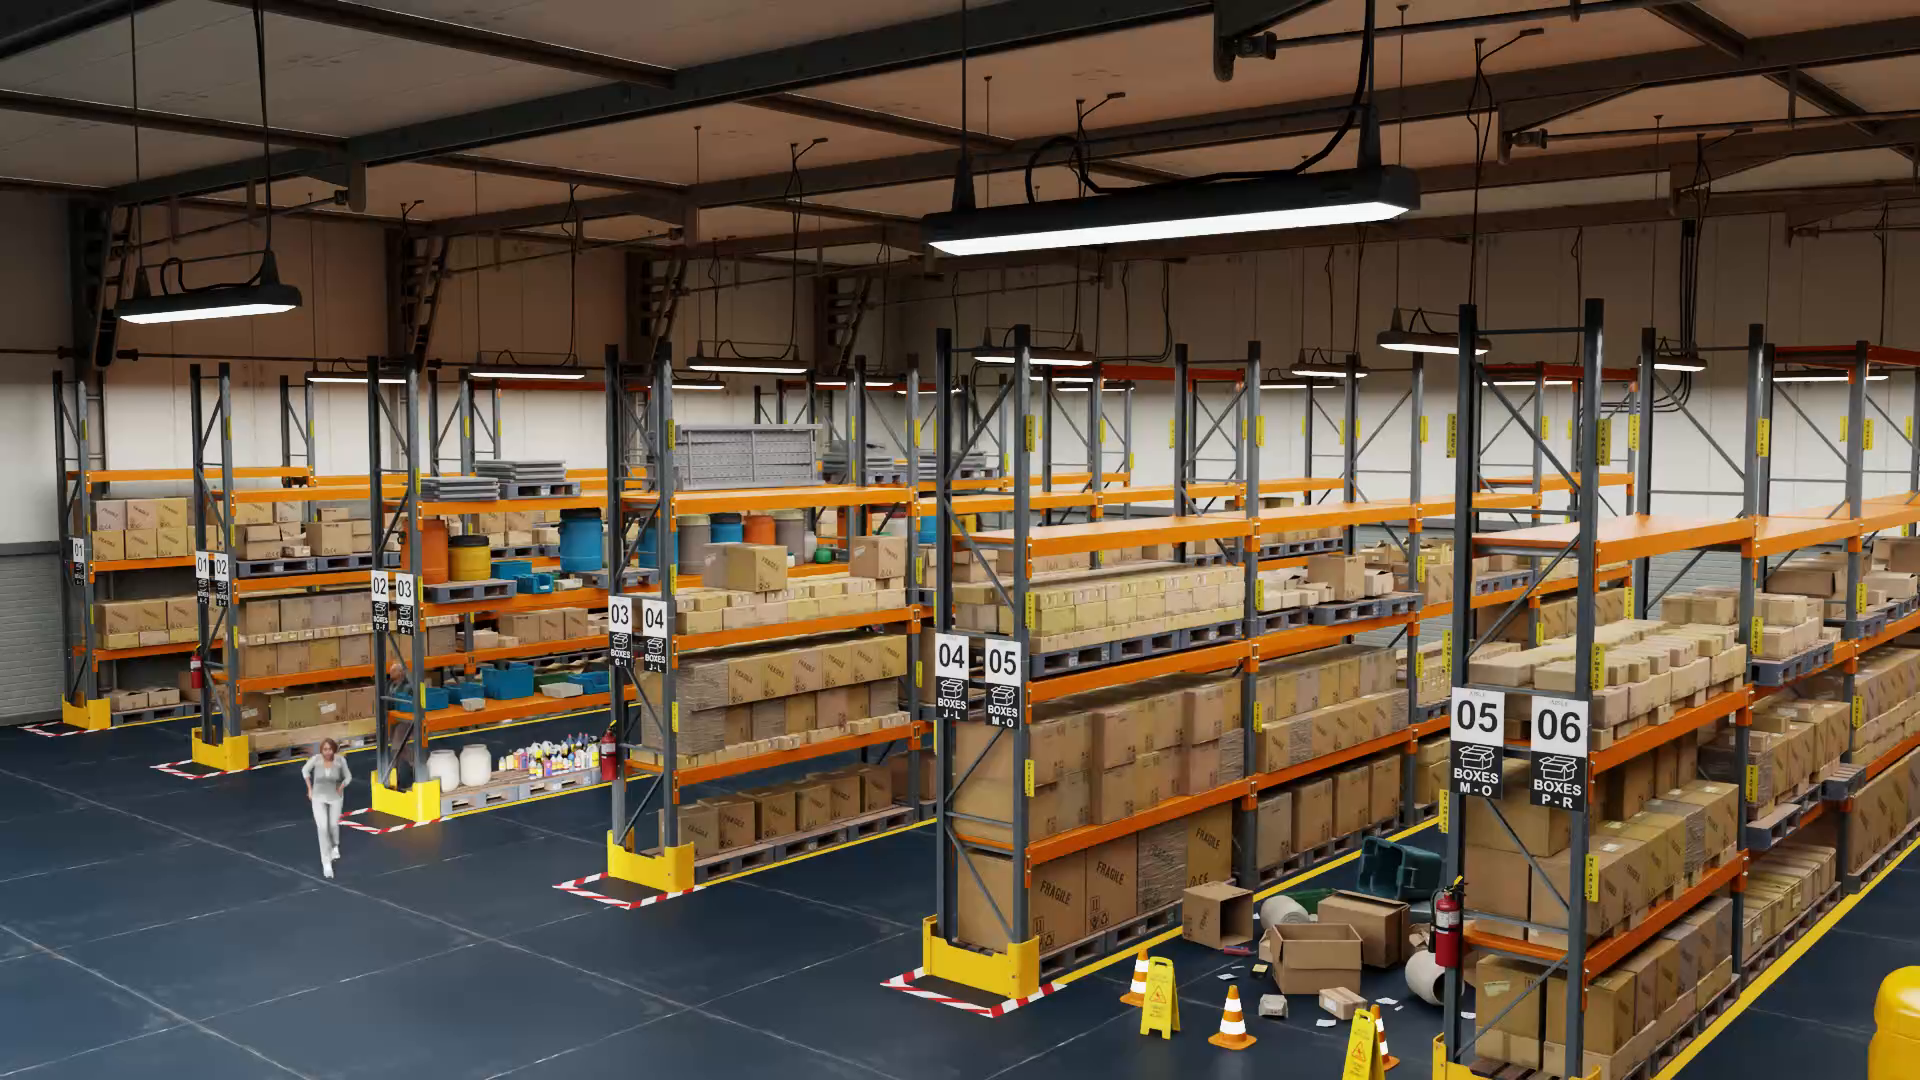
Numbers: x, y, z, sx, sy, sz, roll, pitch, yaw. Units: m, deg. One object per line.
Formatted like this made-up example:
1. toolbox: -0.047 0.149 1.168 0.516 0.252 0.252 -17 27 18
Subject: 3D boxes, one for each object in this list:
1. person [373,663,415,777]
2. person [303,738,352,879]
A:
1. person: -7.920 2.605 23.490 0.660 1.746 0.925 2 5 26
2. person: -7.261 3.010 19.113 0.529 1.576 0.864 -2 4 -23
